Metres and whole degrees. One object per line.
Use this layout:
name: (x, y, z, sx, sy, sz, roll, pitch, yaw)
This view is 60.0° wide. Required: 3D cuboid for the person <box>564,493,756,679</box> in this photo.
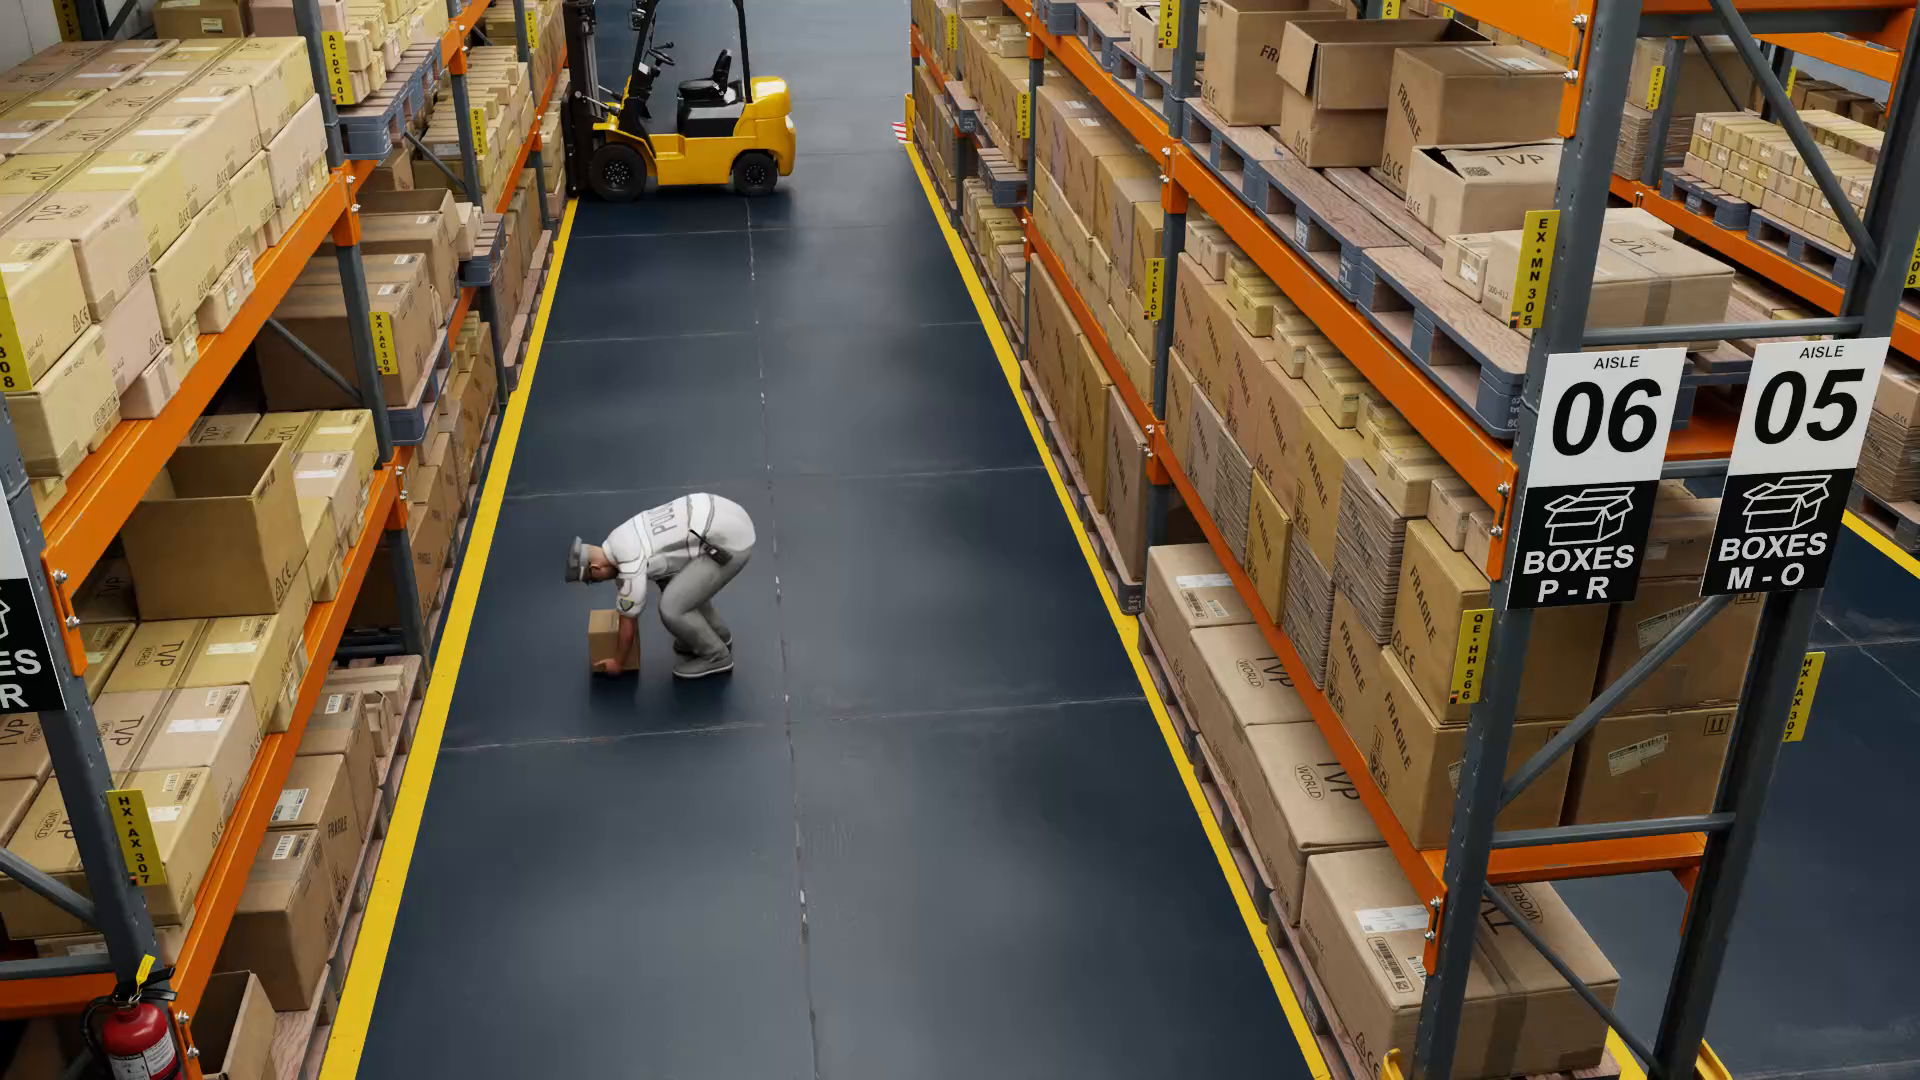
person: (-1.605, 0.250, 8.989, 1.023, 0.964, 0.538, -5, 27, -10)
